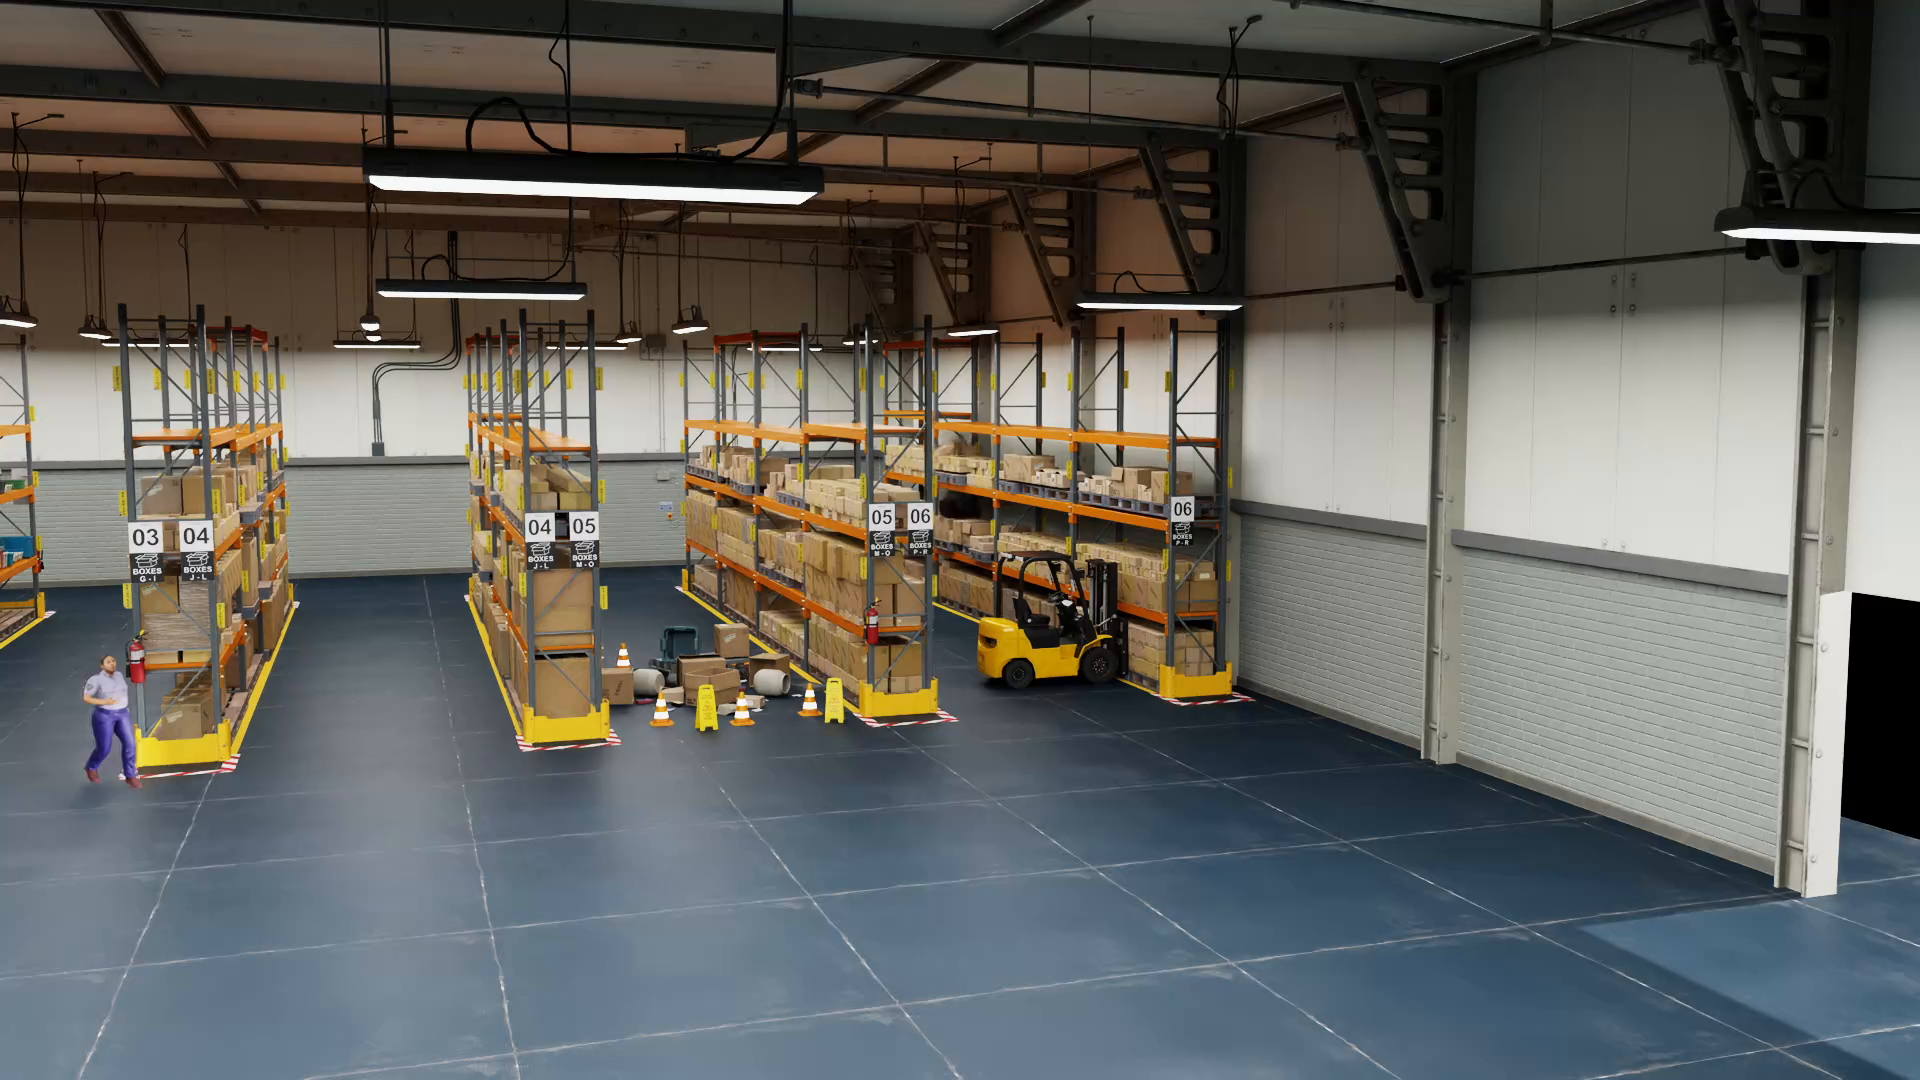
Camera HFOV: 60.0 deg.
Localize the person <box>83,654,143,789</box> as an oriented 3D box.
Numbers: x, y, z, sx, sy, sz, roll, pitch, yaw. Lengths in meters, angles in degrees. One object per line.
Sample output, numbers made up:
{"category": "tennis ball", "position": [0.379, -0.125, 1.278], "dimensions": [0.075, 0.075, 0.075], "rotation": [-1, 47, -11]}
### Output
{"category": "person", "position": [-10.528, 2.235, 20.571], "dimensions": [0.817, 1.674, 0.608], "rotation": [3, 6, 32]}
